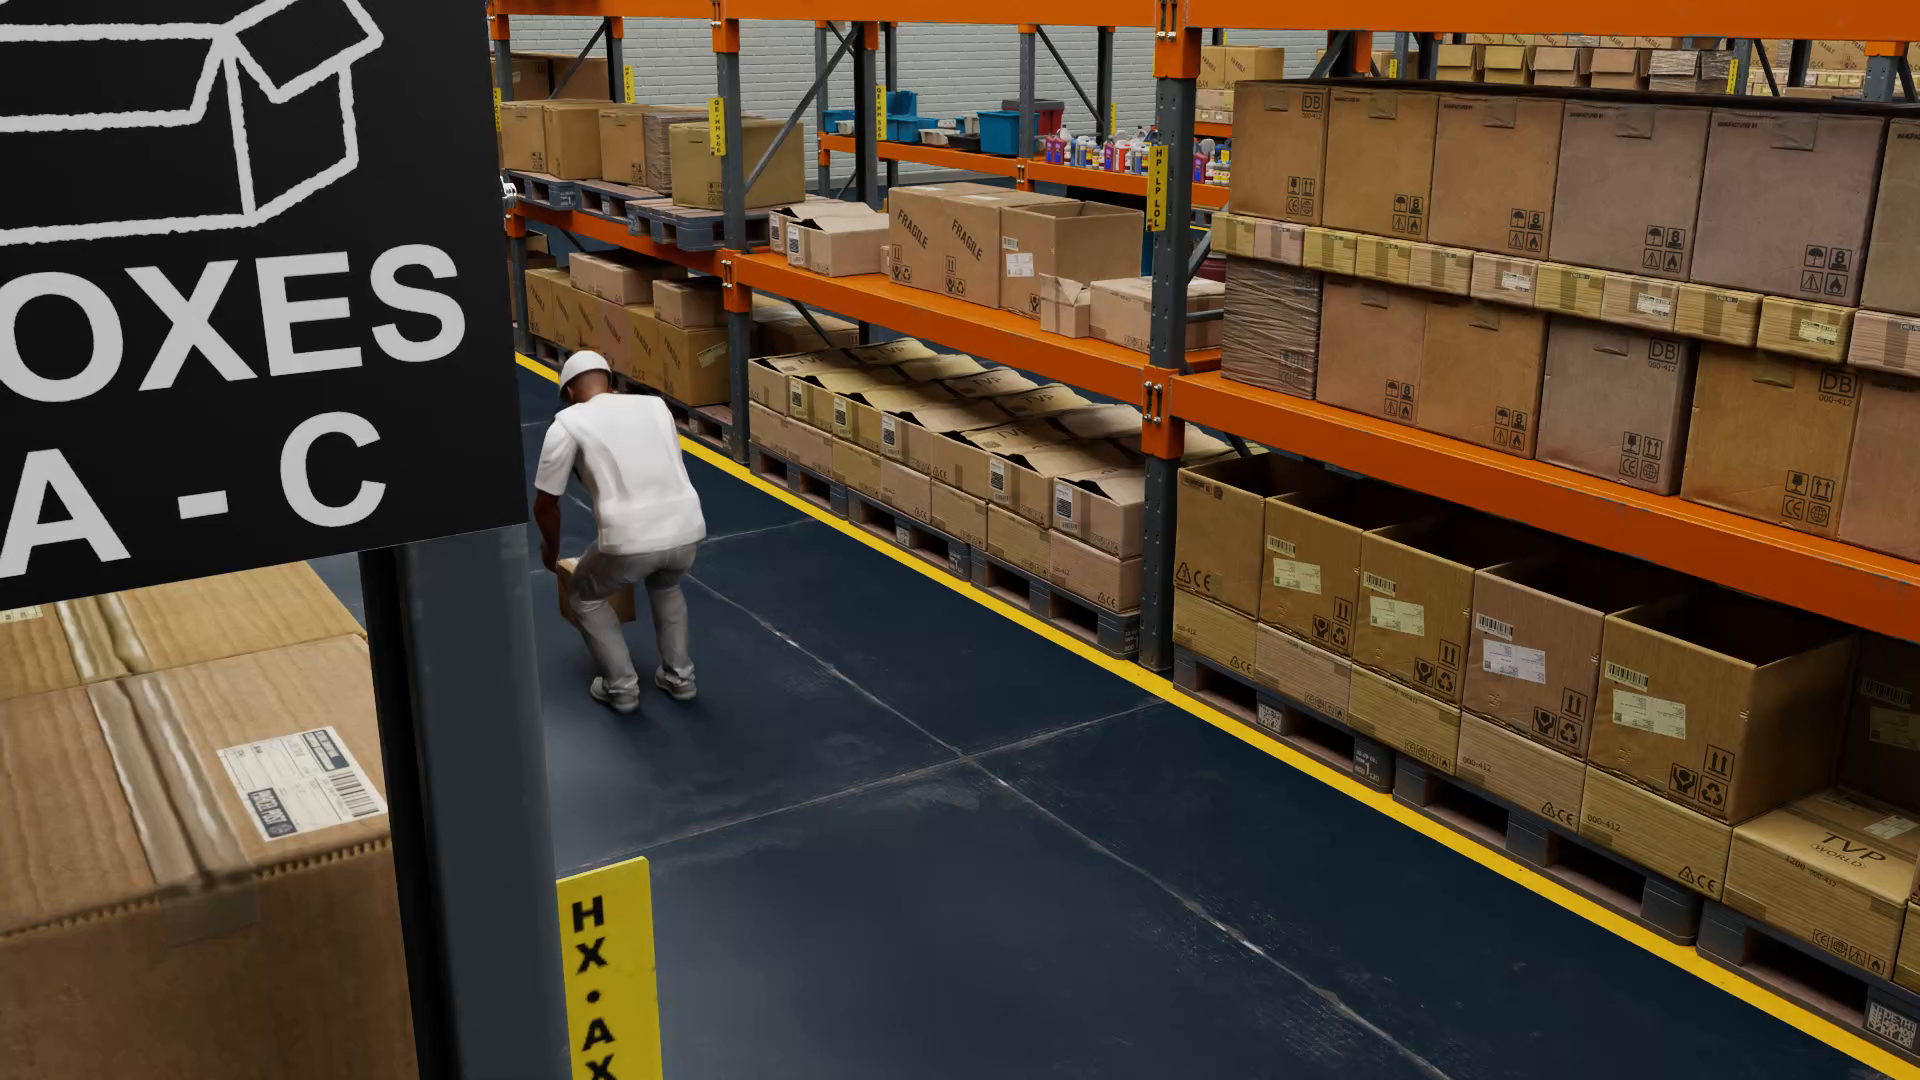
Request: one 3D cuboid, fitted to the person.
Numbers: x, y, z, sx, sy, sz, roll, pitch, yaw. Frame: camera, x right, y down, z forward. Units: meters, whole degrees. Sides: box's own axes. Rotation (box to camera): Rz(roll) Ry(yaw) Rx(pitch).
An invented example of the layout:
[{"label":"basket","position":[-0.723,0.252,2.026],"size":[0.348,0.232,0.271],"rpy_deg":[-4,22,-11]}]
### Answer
[{"label":"person","position":[-1.366,-0.029,6.695],"size":[0.632,1.405,0.762],"rpy_deg":[-11,21,-31]}]
